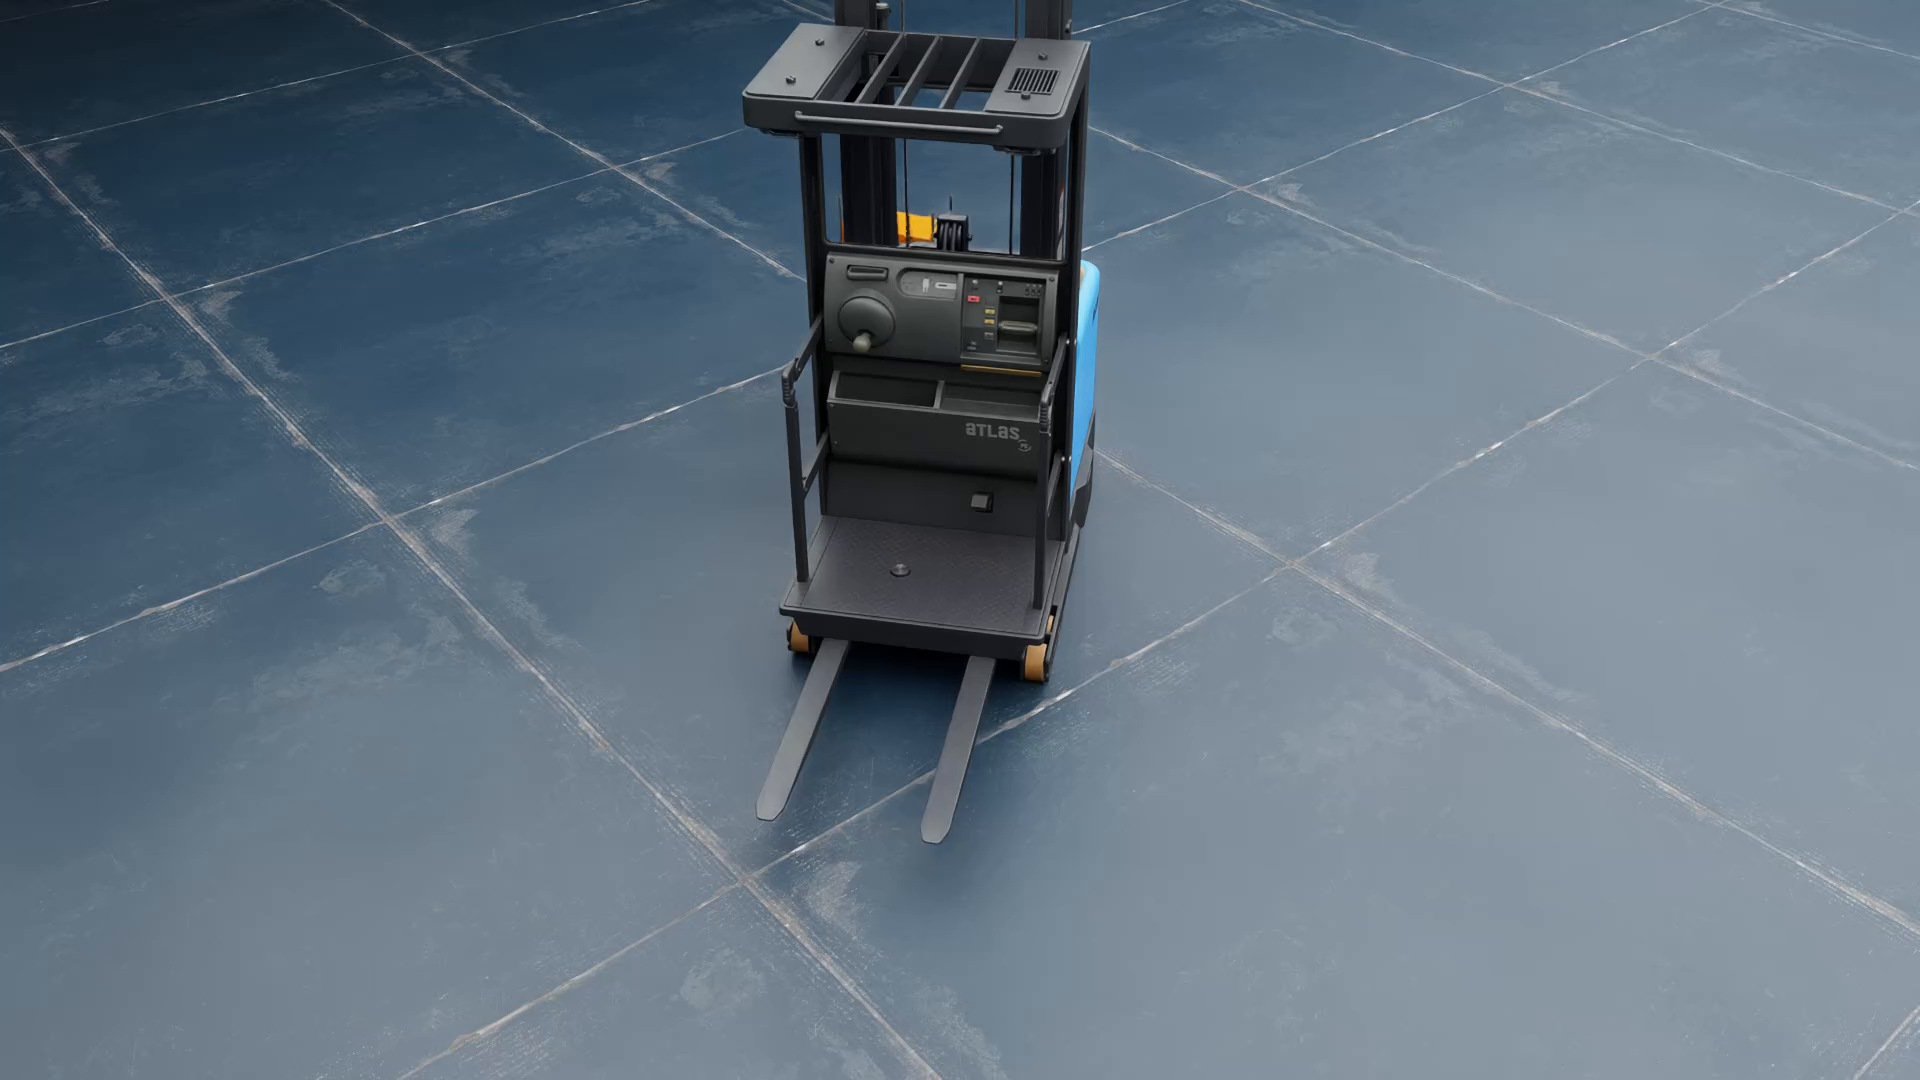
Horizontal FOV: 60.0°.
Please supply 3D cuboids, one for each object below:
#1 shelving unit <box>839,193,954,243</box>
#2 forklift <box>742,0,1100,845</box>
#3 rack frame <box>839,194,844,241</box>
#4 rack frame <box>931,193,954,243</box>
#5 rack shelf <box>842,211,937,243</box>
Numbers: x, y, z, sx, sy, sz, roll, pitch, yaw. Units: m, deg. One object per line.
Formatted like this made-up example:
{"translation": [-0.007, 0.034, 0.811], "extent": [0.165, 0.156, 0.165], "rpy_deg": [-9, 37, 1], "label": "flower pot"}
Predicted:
{"translation": [-0.307, -1.179, 8.377], "extent": [0.503, 1.200, 0.258], "rpy_deg": [14, 37, 19], "label": "shelving unit"}
{"translation": [-0.118, -0.840, 6.400], "extent": [1.130, 2.935, 3.031], "rpy_deg": [6, 36, 9], "label": "forklift"}
{"translation": [-0.532, -1.234, 8.454], "extent": [0.015, 1.200, 0.240], "rpy_deg": [14, 37, 19], "label": "rack frame"}
{"translation": [-0.082, -1.124, 8.299], "extent": [0.015, 1.200, 0.240], "rpy_deg": [14, 37, 19], "label": "rack frame"}
{"translation": [-0.307, -1.501, 8.150], "extent": [0.480, 0.148, 0.258], "rpy_deg": [14, 37, 19], "label": "rack shelf"}
